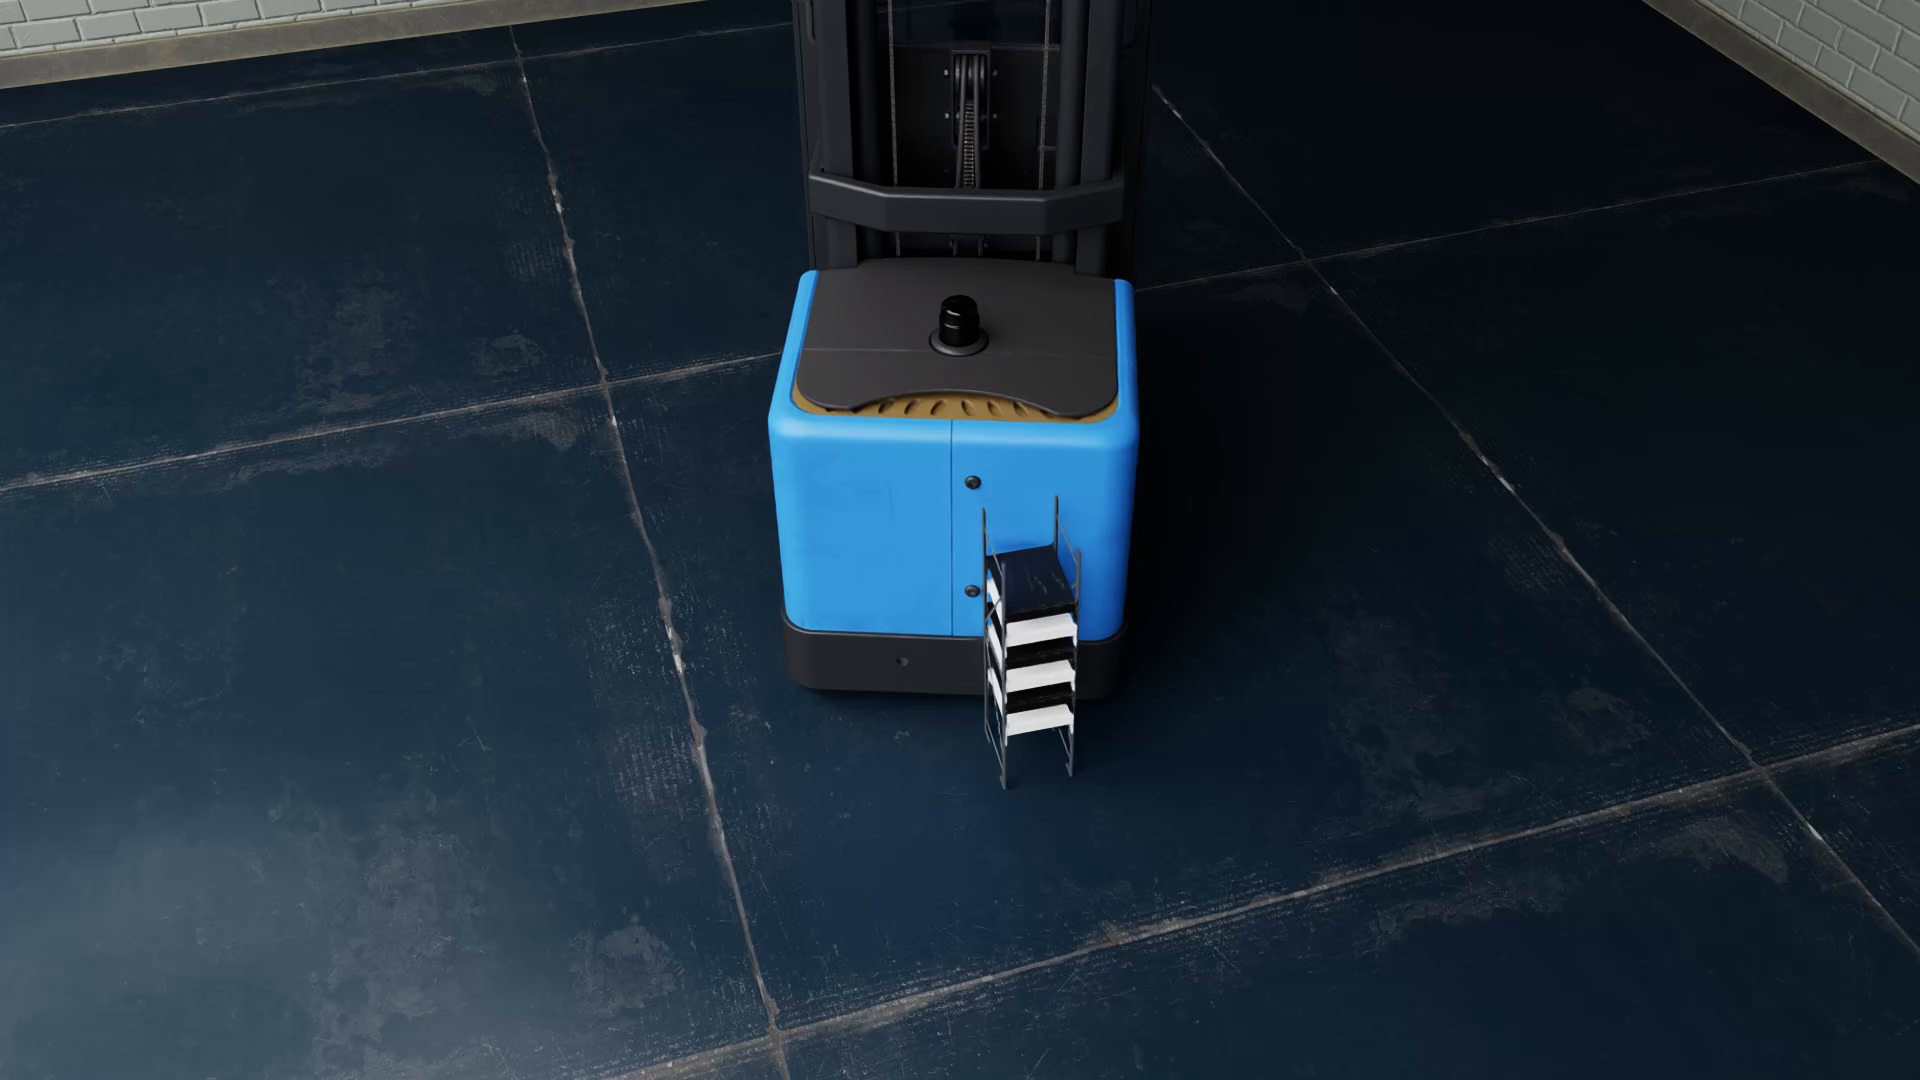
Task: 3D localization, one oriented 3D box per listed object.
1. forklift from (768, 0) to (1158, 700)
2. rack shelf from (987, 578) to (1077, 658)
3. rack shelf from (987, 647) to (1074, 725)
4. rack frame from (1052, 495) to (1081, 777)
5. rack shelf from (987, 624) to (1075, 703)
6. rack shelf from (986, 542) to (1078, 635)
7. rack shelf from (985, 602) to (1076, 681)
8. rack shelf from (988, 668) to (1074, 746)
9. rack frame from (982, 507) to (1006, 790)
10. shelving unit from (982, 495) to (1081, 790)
[{"bbox_3d":[0.057,-1.571,5.320,1.130,2.935,3.031,2,41,2],"label":"forklift"},{"bbox_3d":[0.193,0.198,4.609,0.200,0.077,0.258,-10,42,-9],"label":"rack shelf"},{"bbox_3d":[0.198,0.399,4.789,0.200,0.077,0.258,-10,42,-9],"label":"rack shelf"},{"bbox_3d":[0.295,0.291,4.723,0.006,0.900,0.240,-10,42,-9],"label":"rack frame"},{"bbox_3d":[0.197,0.332,4.729,0.200,0.077,0.258,-10,42,-9],"label":"rack shelf"},{"bbox_3d":[0.192,0.131,4.549,0.200,0.077,0.258,-10,42,-9],"label":"rack shelf"},{"bbox_3d":[0.195,0.265,4.669,0.200,0.077,0.258,-10,42,-9],"label":"rack shelf"},{"bbox_3d":[0.200,0.466,4.849,0.200,0.077,0.258,-10,42,-9],"label":"rack shelf"},{"bbox_3d":[0.097,0.324,4.691,0.006,0.900,0.240,-10,42,-9],"label":"rack frame"},{"bbox_3d":[0.196,0.307,4.707,0.210,0.900,0.258,-10,42,-9],"label":"shelving unit"}]
